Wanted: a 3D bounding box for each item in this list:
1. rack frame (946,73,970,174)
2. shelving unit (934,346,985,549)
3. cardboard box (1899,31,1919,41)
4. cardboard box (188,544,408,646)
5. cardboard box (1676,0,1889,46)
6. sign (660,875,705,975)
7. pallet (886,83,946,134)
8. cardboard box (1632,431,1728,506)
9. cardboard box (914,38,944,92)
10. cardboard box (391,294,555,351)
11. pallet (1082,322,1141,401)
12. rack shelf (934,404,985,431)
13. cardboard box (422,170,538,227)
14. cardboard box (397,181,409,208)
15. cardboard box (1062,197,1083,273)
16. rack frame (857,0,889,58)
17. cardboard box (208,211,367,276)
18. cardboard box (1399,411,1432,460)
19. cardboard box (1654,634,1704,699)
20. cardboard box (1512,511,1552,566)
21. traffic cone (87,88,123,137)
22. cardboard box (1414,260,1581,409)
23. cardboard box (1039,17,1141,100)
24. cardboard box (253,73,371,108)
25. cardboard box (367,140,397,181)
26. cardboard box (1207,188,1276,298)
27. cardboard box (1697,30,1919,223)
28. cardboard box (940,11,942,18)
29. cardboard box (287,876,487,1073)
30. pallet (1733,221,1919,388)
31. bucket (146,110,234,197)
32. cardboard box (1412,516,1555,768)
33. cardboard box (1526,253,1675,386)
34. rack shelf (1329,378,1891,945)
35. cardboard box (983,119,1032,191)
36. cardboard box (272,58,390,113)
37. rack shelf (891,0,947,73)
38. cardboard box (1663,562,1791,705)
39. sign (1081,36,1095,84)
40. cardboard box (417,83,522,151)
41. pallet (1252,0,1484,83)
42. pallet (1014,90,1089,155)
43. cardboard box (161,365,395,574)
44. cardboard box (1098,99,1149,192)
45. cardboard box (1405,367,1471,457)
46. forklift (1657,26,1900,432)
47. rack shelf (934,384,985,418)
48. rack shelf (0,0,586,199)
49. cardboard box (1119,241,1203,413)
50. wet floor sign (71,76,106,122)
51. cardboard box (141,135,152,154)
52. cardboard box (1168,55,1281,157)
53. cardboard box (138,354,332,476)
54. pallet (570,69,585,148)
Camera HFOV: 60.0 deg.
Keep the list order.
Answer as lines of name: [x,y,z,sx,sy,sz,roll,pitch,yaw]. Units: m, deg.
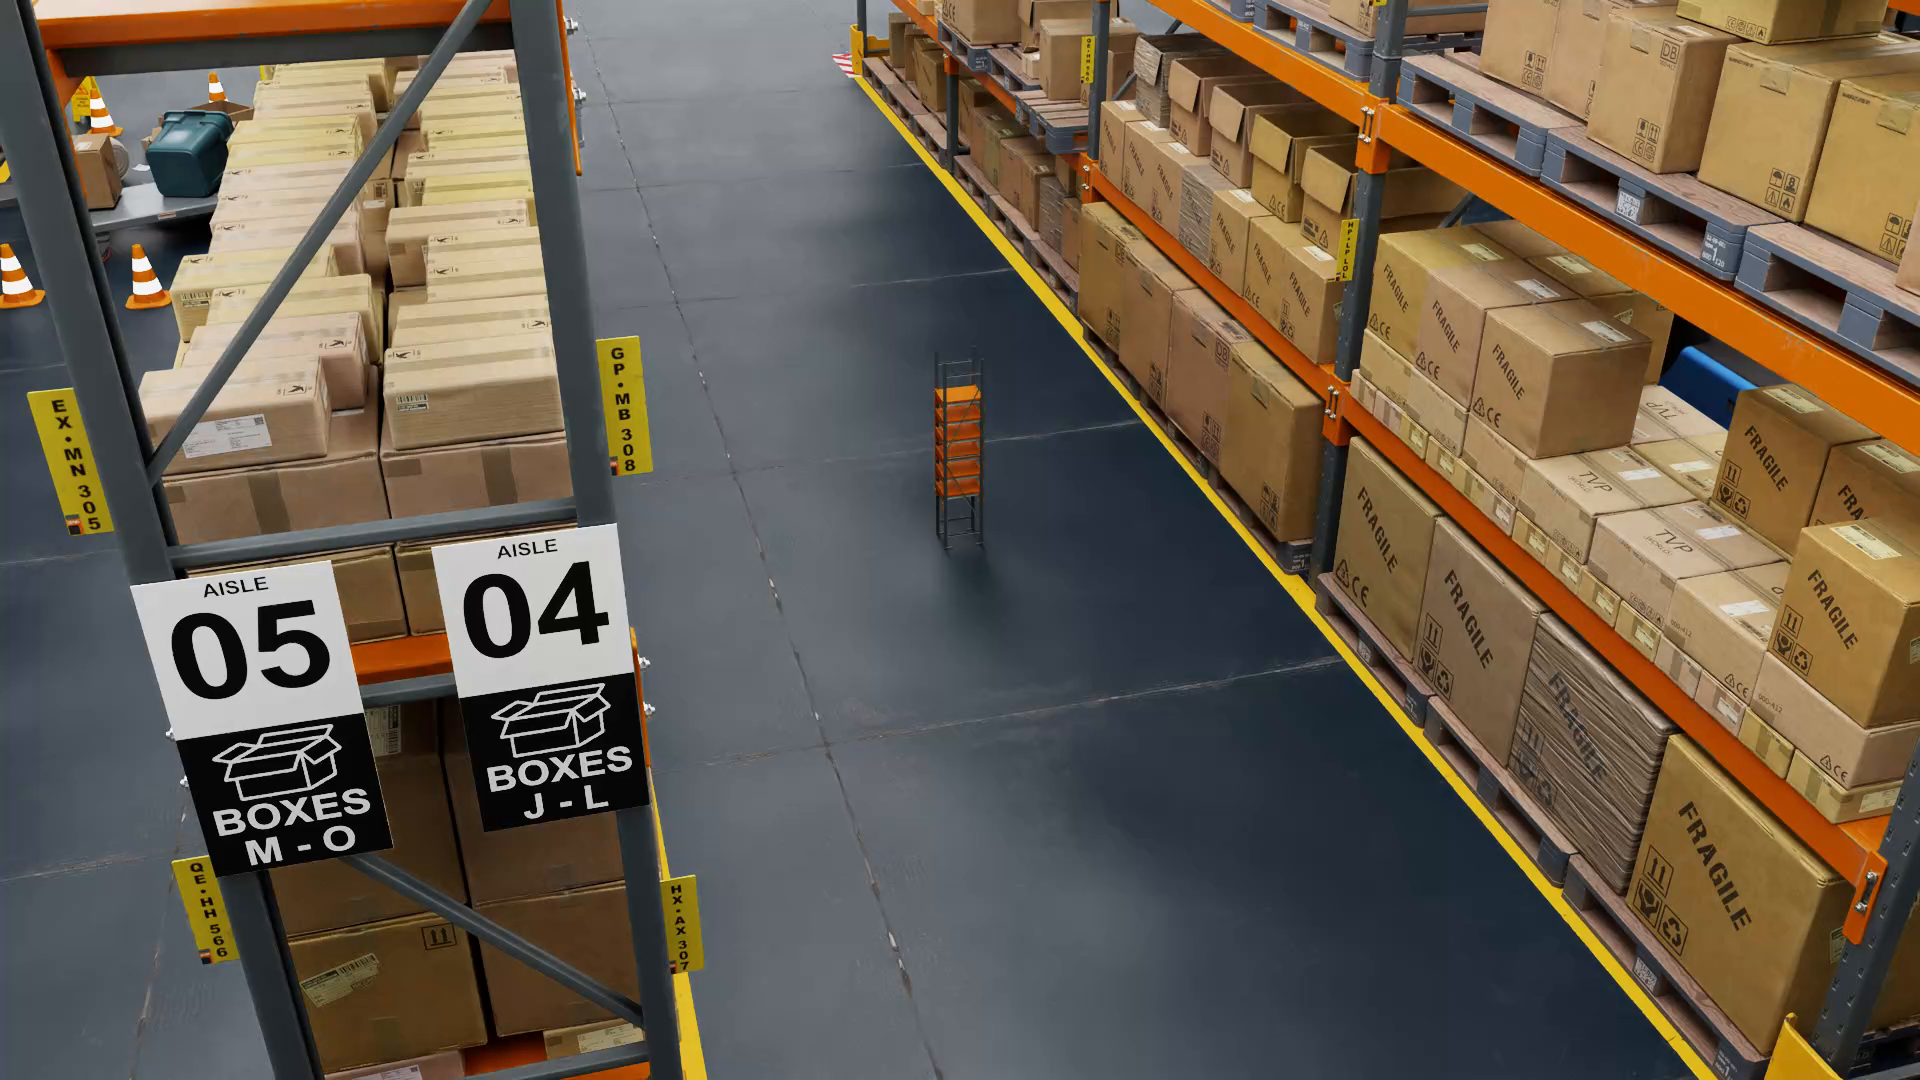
rack frame: [0.368,-4.945,15.531,1.000,3.000,0.127,-8,31,-13]
shelving unit: [-0.004,-0.526,9.693,0.258,1.200,0.189,-8,31,-13]
cardboard box: [10.304,-5.338,17.974,0.500,0.311,0.500,-8,31,-13]
cardboard box: [-1.632,0.043,4.067,0.500,0.250,0.500,-9,31,-14]
cardboard box: [3.026,-2.018,6.111,0.500,0.250,0.500,-9,31,-15]
sign: [-0.733,1.014,4.370,0.100,0.325,0.005,-8,31,-13]
pallet: [-0.172,-4.649,17.802,1.003,0.211,1.213,-8,31,-13]
cardboard box: [3.268,-0.226,7.230,0.500,0.250,0.500,-8,31,-14]
cardboard box: [-0.205,-5.084,17.847,0.500,0.500,0.500,-5,30,-9]
cardboard box: [-1.173,-0.473,4.063,0.380,0.149,0.250,-7,31,-11]
pallet: [1.566,-1.416,12.216,1.003,0.211,1.213,-8,31,-13]
rack shelf: [-0.004,-0.696,9.595,0.258,0.103,0.180,-8,31,-13]
cardboard box: [-1.387,-0.982,4.942,0.380,0.149,0.250,-7,31,-12]
cardboard box: [-1.520,-0.977,5.331,0.500,0.250,0.500,-9,31,-15]
cardboard box: [1.232,-2.443,13.264,0.700,0.500,0.500,-9,31,-16]
rack frame: [-0.694,-6.877,18.869,1.000,3.000,0.127,-8,31,-13]
cardboard box: [-1.851,-0.782,4.597,0.380,0.149,0.250,-9,31,-14]
cardboard box: [2.389,-0.532,8.156,0.380,0.149,0.250,-7,31,-12]
cardboard box: [2.939,0.463,6.438,0.380,0.149,0.250,-7,31,-12]
cardboard box: [2.664,-0.033,7.295,0.380,0.149,0.250,-9,31,-15]
traffic cone: [-8.891,-4.426,17.165,0.336,0.463,0.334,-8,31,-13]
cardboard box: [2.495,-0.966,7.759,0.500,0.500,0.500,-8,31,-13]
cardboard box: [1.003,-3.750,12.947,0.700,0.500,0.500,-3,30,-6]
cardboard box: [-2.288,-1.539,5.904,0.380,0.149,0.250,-9,31,-15]
cardboard box: [-2.174,-1.170,5.665,0.500,0.250,0.500,-7,31,-12]
cardboard box: [1.834,-1.806,10.007,0.500,0.500,0.500,-8,31,-14]
cardboard box: [3.146,-1.491,5.950,0.700,0.500,0.500,-10,32,-17]
cardboard box: [0.027,-4.901,15.706,0.380,0.149,0.250,-8,31,-13]
cardboard box: [-1.623,1.106,4.679,0.500,0.500,0.500,-7,31,-12]
pallet: [3.346,-0.766,5.405,1.003,0.211,1.213,-8,31,-13]
bucket: [-6.700,-3.335,14.499,0.726,0.611,0.620,2,40,4]
cardboard box: [2.828,0.420,7.962,0.875,0.875,0.875,-8,31,-13]
cardboard box: [3.000,-1.041,7.889,0.500,0.500,0.500,-8,31,-13]
rack shelf: [3.022,0.196,7.367,1.077,0.370,4.000,-8,31,-13]
cardboard box: [0.618,-3.522,15.127,0.700,0.500,0.500,-8,31,-14]
cardboard box: [-2.313,-1.671,6.132,0.380,0.149,0.250,-8,31,-14]
rack shelf: [-0.163,-5.600,17.380,1.077,0.370,4.000,-8,31,-13]
cardboard box: [3.034,0.343,6.247,0.500,0.250,0.500,-8,31,-14]
sign: [0.909,-3.404,11.790,0.100,0.325,0.005,-8,31,-13]
cardboard box: [-1.687,-1.476,5.795,0.380,0.149,0.250,-9,31,-15]
pallet: [2.200,-2.733,8.906,0.805,0.209,1.217,-9,31,-15]
pallet: [1.138,-3.260,12.811,1.213,0.211,1.003,-8,31,-13]
cardboard box: [-1.624,-0.177,3.949,0.500,0.250,0.500,-9,31,-15]
cardboard box: [1.296,-2.786,11.700,0.500,0.500,0.500,-7,31,-12]
cardboard box: [2.490,-0.643,7.950,0.500,0.250,0.500,-8,31,-14]
forklift: [4.582,-1.891,10.323,1.130,2.935,3.031,-7,31,-12]
rack shelf: [-0.004,-0.799,9.535,0.258,0.103,0.180,-8,31,-13]
rack shelf: [-1.787,-1.789,4.810,1.077,0.370,4.000,-8,31,-13]
cardboard box: [1.822,-1.508,11.294,1.225,0.875,0.875,-8,31,-13]
wet floor sign: [-9.267,-4.775,17.586,0.267,0.644,0.232,2,30,4]
cardboard box: [-7.953,-3.962,16.677,0.380,0.149,0.250,7,31,13]
cardboard box: [1.778,-2.820,10.758,0.797,0.503,0.637,-7,31,-12]
cardboard box: [-1.628,-0.283,3.733,0.380,0.149,0.250,-8,31,-14]
pallet: [-2.379,-2.000,7.635,1.213,0.211,1.003,-8,31,-13]
